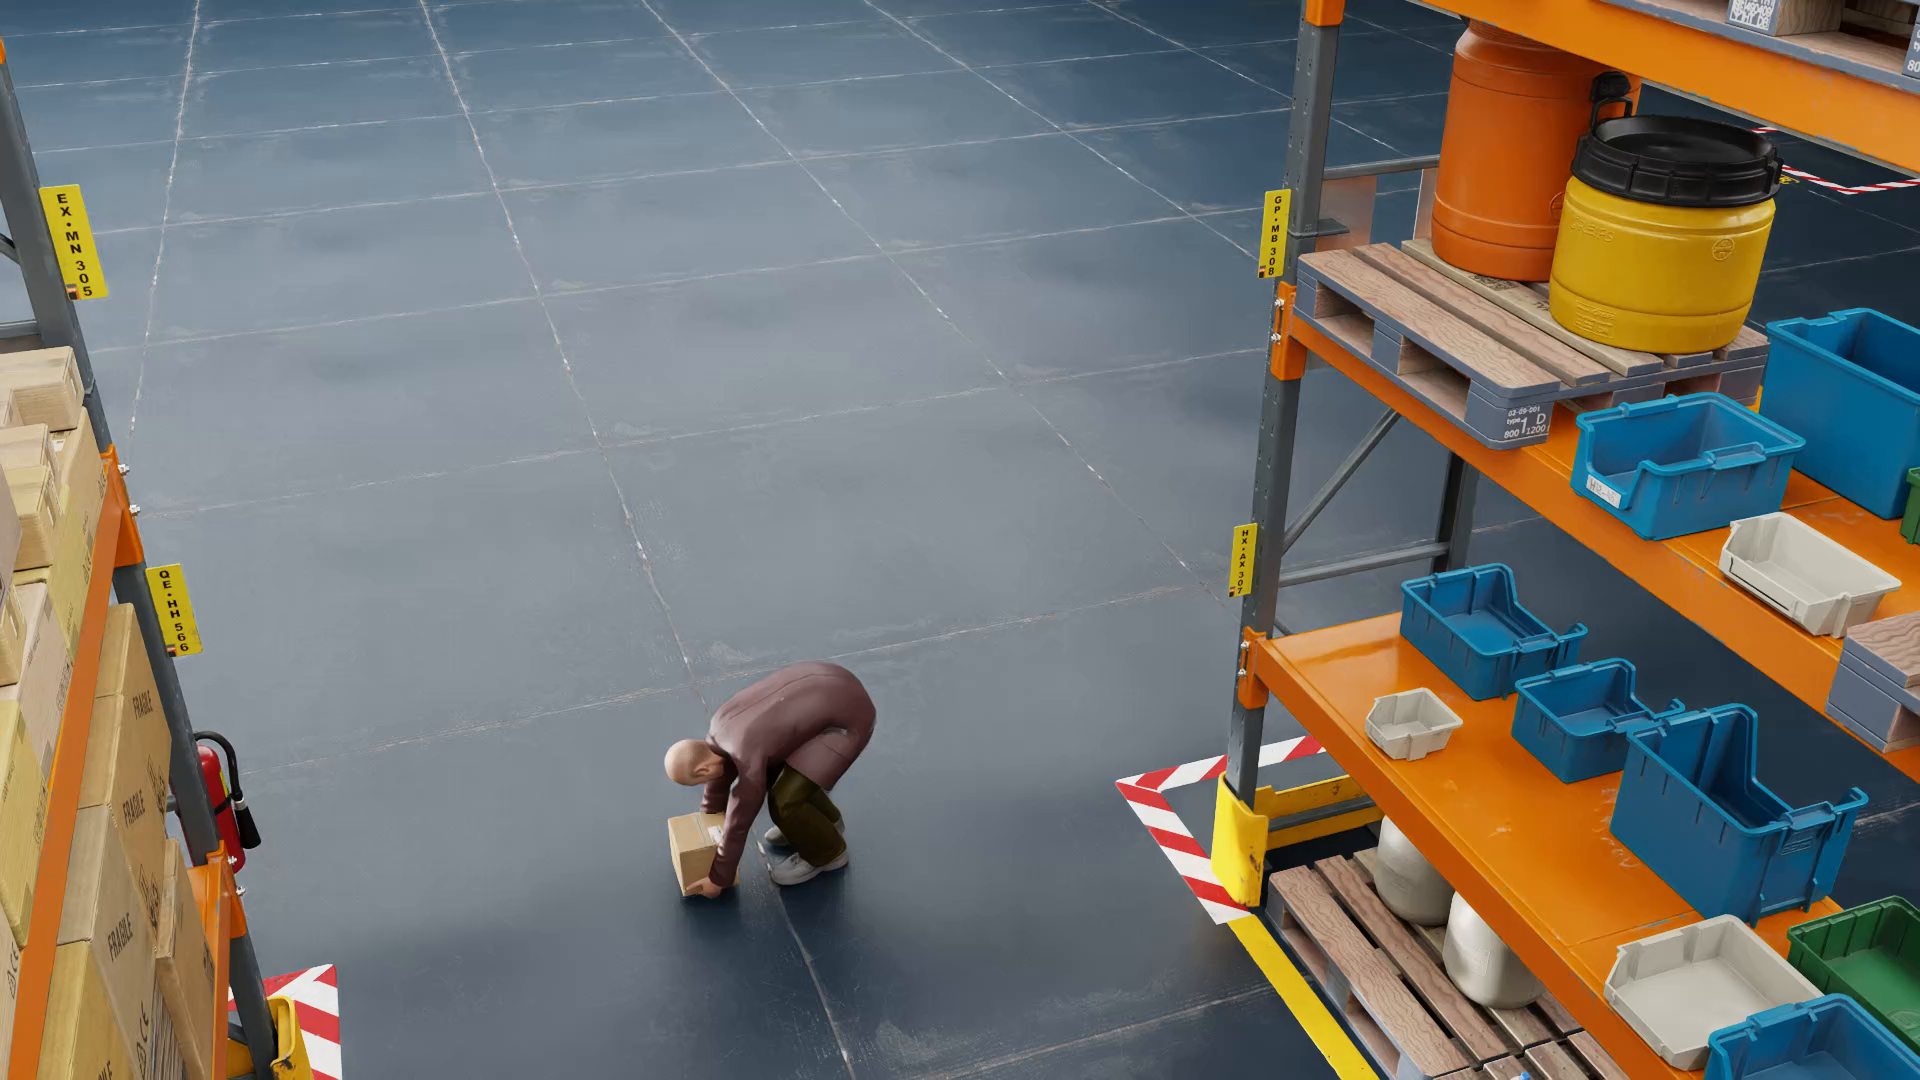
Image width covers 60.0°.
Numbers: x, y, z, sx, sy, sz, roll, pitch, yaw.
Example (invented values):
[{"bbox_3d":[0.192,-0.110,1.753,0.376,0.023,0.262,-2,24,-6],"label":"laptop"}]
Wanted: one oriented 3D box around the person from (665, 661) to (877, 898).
[{"bbox_3d":[-0.823,1.041,7.328,0.942,0.980,0.585,-12,32,-20],"label":"person"}]
